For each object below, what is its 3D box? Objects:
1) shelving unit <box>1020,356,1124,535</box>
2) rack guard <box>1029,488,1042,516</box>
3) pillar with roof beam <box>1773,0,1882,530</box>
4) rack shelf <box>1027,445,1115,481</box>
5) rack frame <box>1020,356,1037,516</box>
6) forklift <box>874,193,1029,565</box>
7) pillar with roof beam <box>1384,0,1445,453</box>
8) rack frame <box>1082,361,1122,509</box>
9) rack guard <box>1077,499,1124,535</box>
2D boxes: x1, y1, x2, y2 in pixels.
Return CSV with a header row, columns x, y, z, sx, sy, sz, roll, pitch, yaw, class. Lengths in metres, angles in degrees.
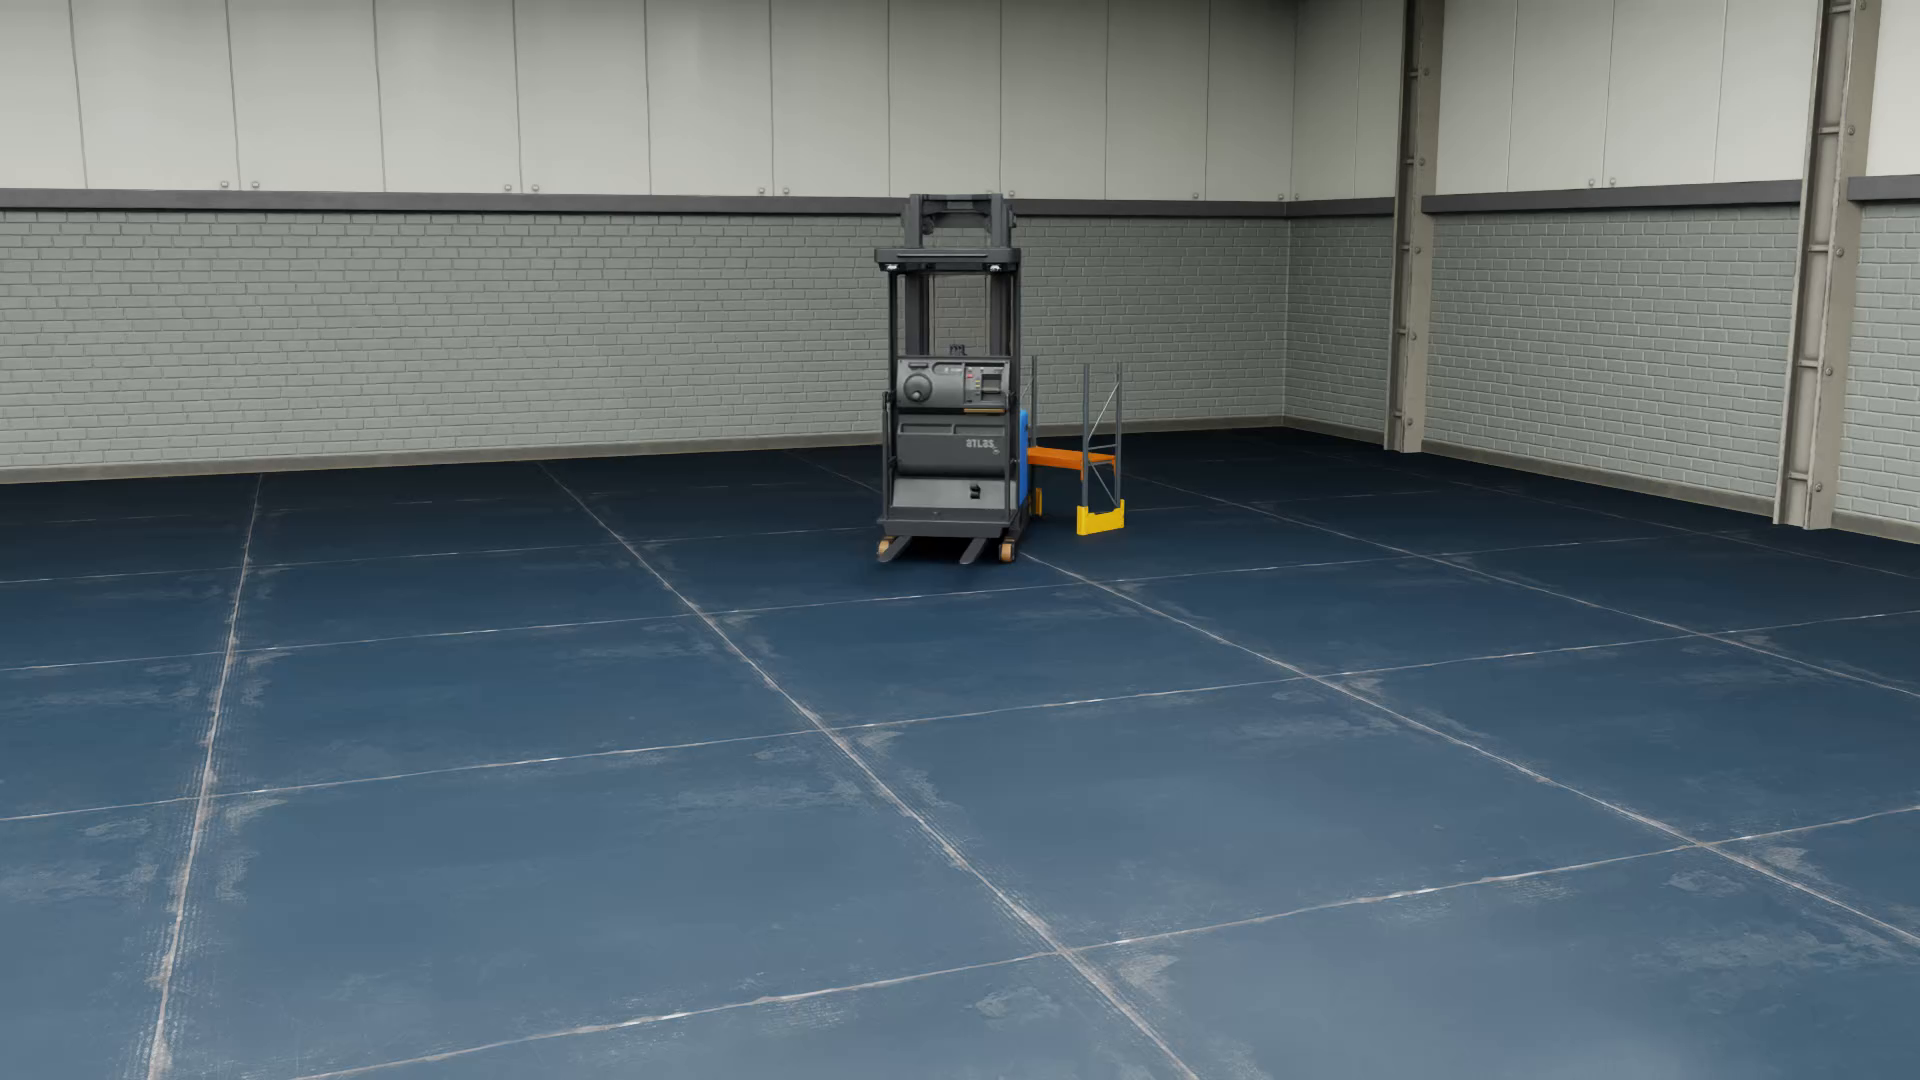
x,y,z,sx,sy,sz,roll,pitch,yaw,class
0.903,-0.883,15.101,1.083,1.500,0.587,10,14,43,shelving unit
0.547,-0.329,15.553,0.087,0.250,0.587,10,14,43,rack guard
3.672,-4.290,12.843,9.100,9.000,0.400,-4,11,-21,pillar with roof beam
0.897,-0.707,15.139,1.000,0.185,0.538,10,14,43,rack shelf
0.533,-0.946,15.457,0.032,1.500,0.500,10,14,43,rack frame
-0.079,-1.320,13.473,1.130,2.935,3.031,1,10,7,forklift
1.498,-5.269,18.349,9.100,9.000,0.400,-4,11,-21,pillar with roof beam
1.261,-0.822,14.758,0.032,1.500,0.500,10,14,43,rack frame
1.260,-0.207,14.869,0.087,0.250,0.587,10,14,43,rack guard
